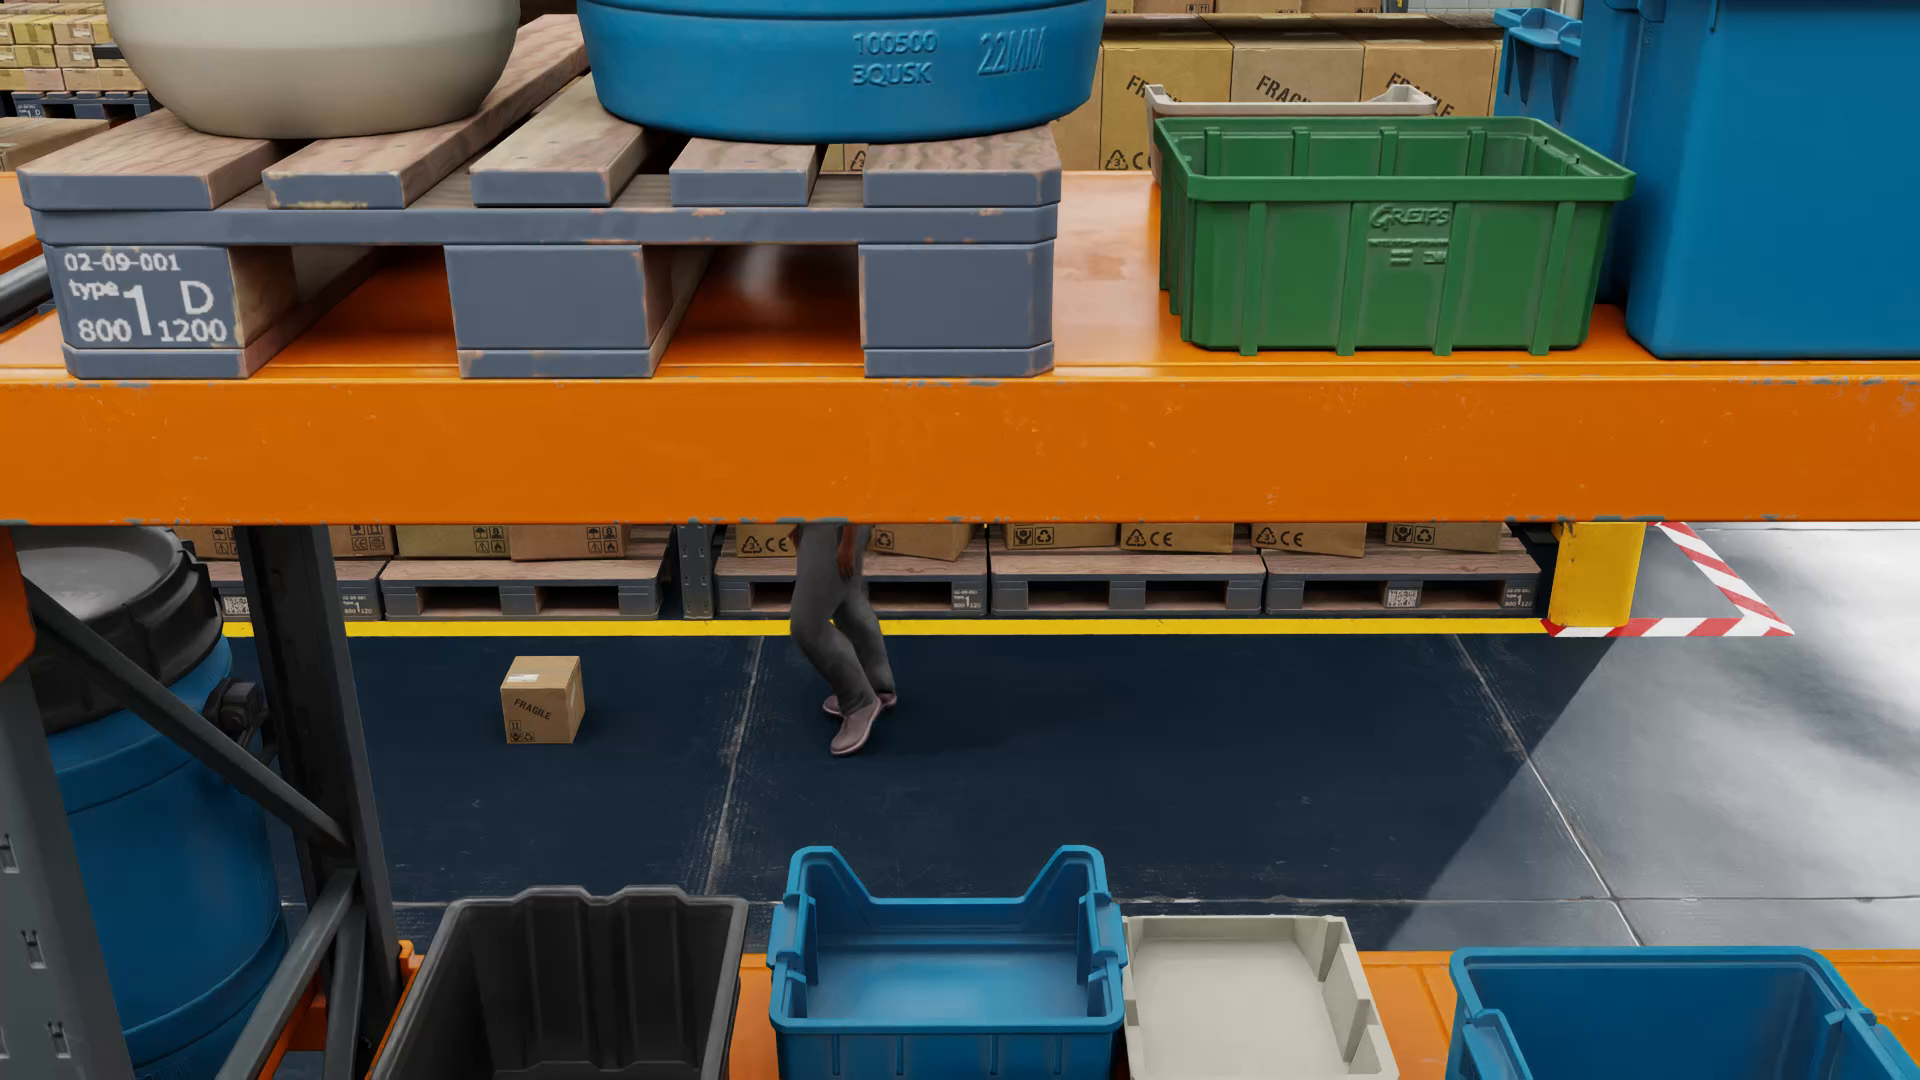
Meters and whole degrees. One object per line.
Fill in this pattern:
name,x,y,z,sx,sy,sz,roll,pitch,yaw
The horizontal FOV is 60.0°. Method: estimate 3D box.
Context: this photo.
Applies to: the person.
person,-0.458,-0.042,6.183,0.455,1.666,0.516,-8,26,-18
